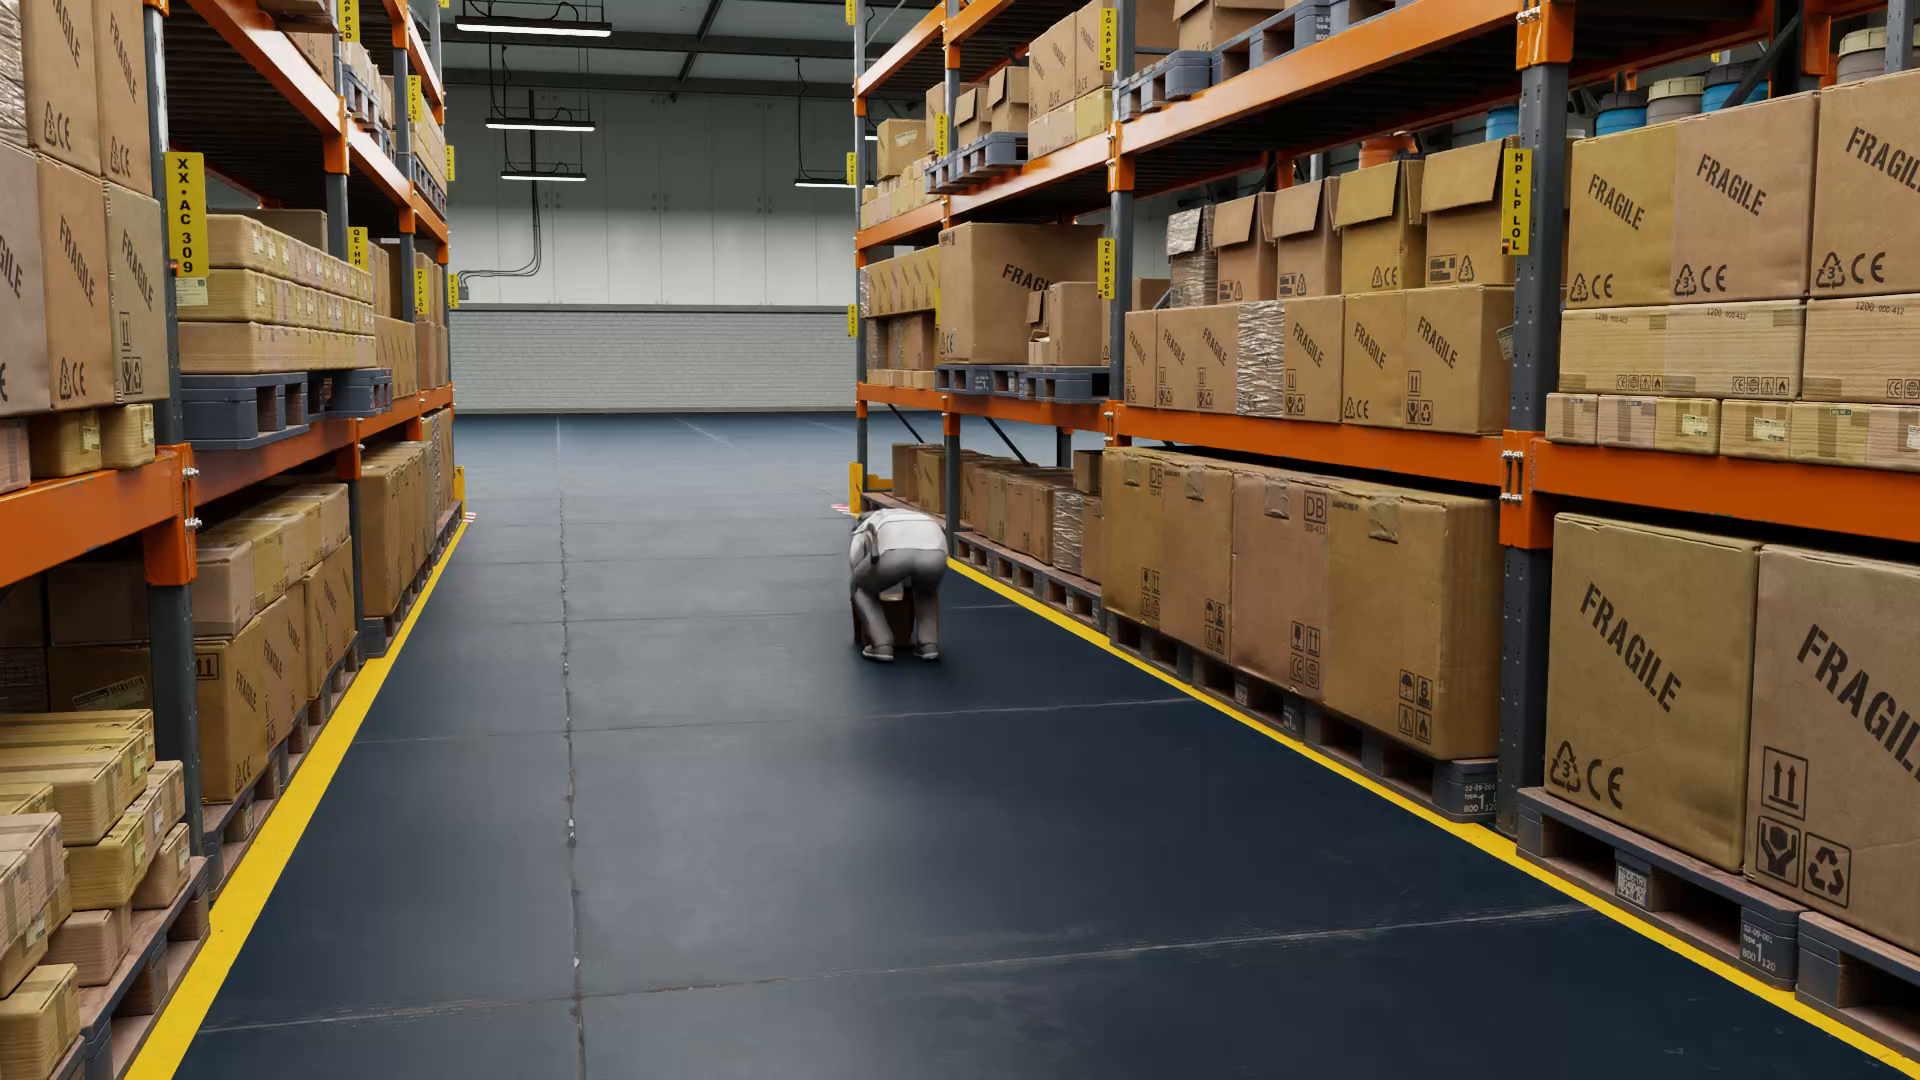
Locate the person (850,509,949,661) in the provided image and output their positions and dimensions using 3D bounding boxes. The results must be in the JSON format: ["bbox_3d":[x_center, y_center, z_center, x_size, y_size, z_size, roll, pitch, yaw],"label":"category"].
[{"bbox_3d":[-0.346,0.233,8.798,0.465,0.791,0.927,-2,6,-15],"label":"person"}]
